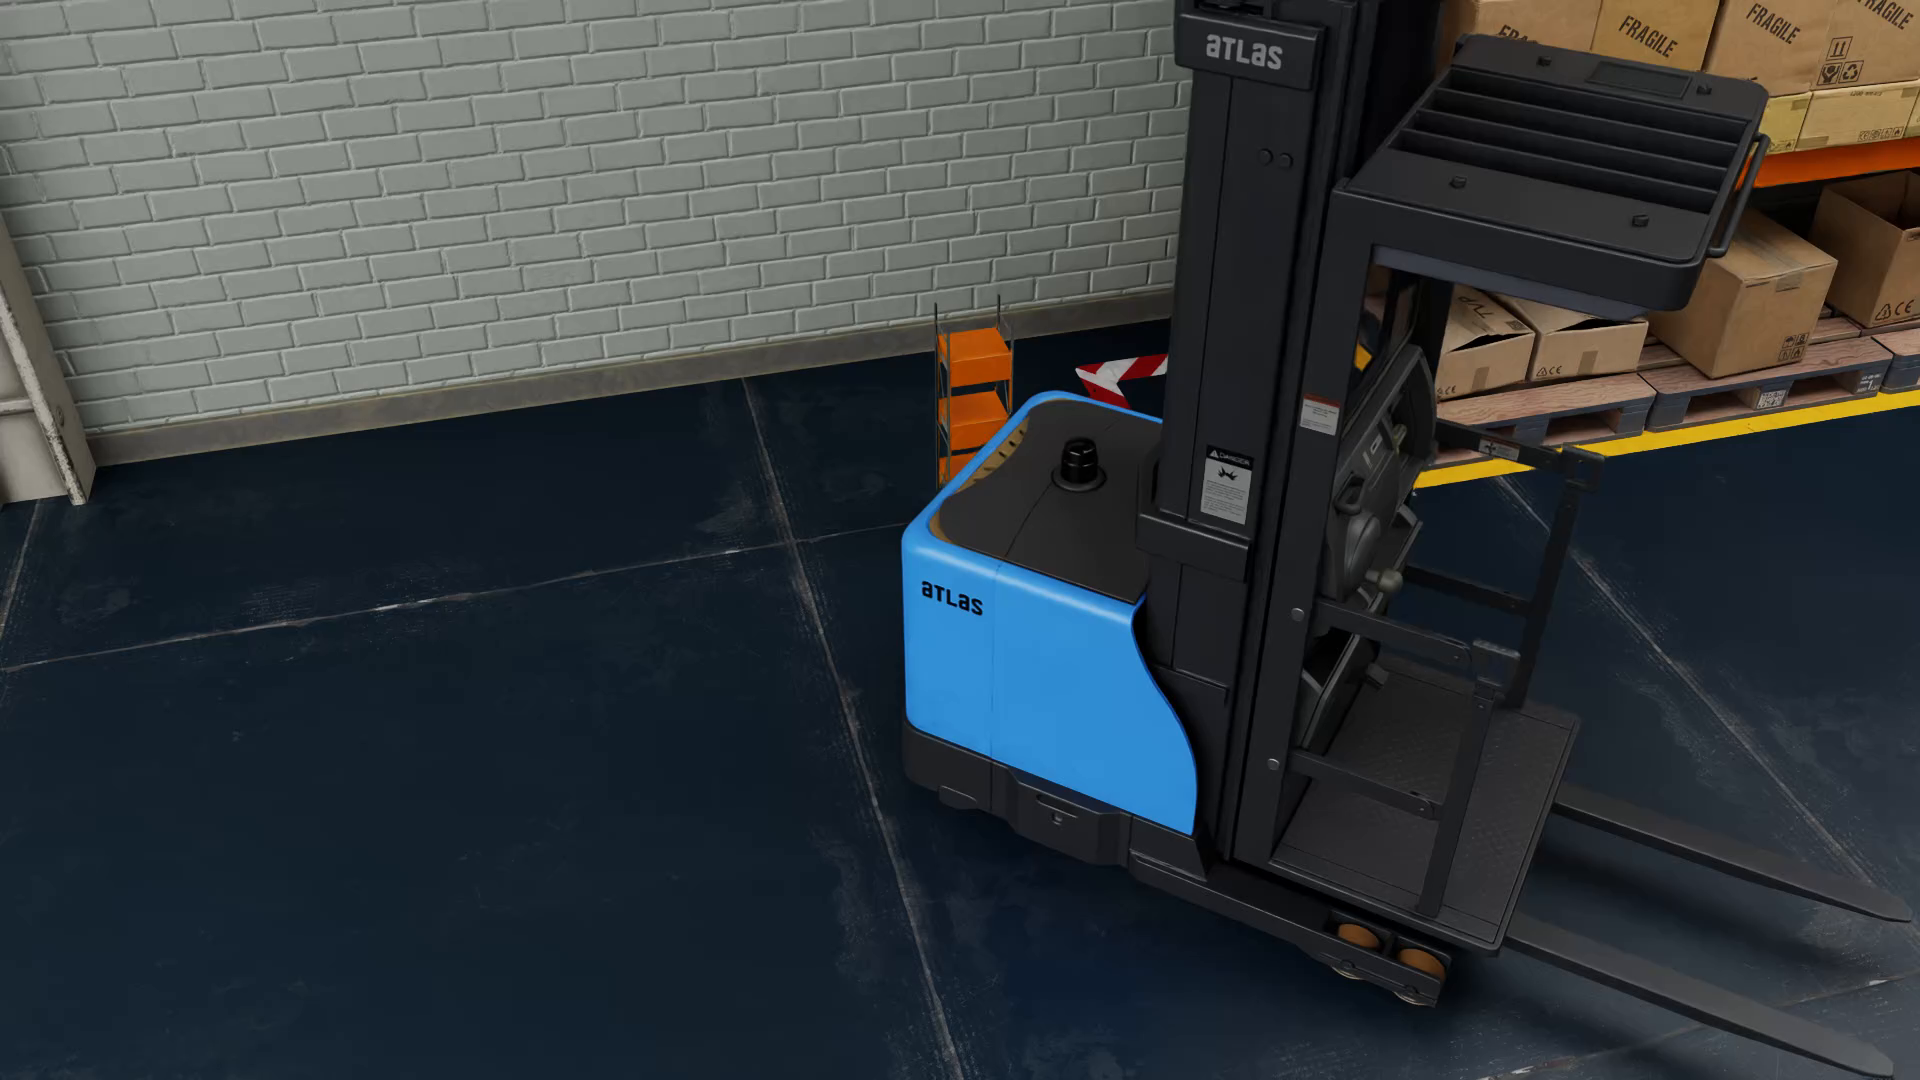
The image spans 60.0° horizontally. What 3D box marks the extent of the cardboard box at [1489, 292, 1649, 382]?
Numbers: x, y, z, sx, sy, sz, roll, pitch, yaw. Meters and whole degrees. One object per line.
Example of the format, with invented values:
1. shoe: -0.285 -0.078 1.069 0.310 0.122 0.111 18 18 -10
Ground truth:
1. cardboard box: 2.703 -0.990 7.426 0.500 0.311 0.500 -6 38 -8

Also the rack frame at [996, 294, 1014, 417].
1. rack frame: 0.169 -0.445 6.467 0.008 1.050 0.200 -9 38 -12

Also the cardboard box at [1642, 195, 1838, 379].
1. cardboard box: 3.425 -1.152 7.482 0.500 0.500 0.700 -12 39 -15

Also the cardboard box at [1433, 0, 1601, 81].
1. cardboard box: 2.001 -1.881 6.230 0.500 0.500 0.500 -9 38 -12

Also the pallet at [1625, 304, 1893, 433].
1. pallet: 3.504 -0.939 7.804 1.213 0.211 1.003 -9 38 -12

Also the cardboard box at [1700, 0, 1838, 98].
1. cardboard box: 2.981 -2.032 6.427 0.500 0.500 0.500 -11 39 -13

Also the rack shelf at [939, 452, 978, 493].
1. rack shelf: 0.052 -0.196 6.617 0.240 0.259 0.215 -9 38 -12

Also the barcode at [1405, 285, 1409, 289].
1. barcode: 2.066 -1.140 7.615 0.075 0.075 0.001 -9 38 -12

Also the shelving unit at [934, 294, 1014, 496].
1. shelving unit: 0.052 -0.425 6.442 0.252 1.050 0.215 -9 38 -12

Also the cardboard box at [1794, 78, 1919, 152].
1. cardboard box: 3.495 -1.822 6.770 0.500 0.250 0.500 -9 38 -12

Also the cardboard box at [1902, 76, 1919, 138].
1. cardboard box: 3.980 -1.902 6.875 0.500 0.250 0.500 -10 38 -12

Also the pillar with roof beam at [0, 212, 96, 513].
1. pillar with roof beam: -2.758 -1.261 0.992 0.400 9.000 9.100 -9 38 -12

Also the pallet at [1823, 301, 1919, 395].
1. pallet: 4.684 -1.135 8.060 1.213 0.211 1.003 -9 38 -12

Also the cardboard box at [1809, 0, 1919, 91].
1. cardboard box: 3.476 -2.121 6.543 0.500 0.500 0.500 -8 38 -11

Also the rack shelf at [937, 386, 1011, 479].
1. rack shelf: 0.052 -0.417 6.449 0.240 0.259 0.215 -9 38 -12

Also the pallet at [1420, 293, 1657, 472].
1. pallet: 2.328 -0.748 7.554 1.213 0.211 1.003 -9 38 -12

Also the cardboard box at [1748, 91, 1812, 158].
1. cardboard box: 3.006 -1.743 6.667 0.500 0.250 0.500 -10 39 -13

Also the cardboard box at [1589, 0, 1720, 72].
1. cardboard box: 2.480 -1.954 6.325 0.500 0.500 0.500 -9 38 -12

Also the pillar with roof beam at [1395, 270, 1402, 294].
1. pillar with roof beam: 3.034 -2.212 2.235 0.400 9.000 9.100 -9 38 -12

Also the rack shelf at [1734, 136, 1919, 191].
1. rack shelf: 3.392 -1.767 7.183 4.000 0.370 1.077 -9 38 -12

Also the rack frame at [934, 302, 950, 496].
1. rack frame: -0.066 -0.406 6.417 0.008 1.050 0.200 -9 38 -12

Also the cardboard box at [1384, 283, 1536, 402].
1. cardboard box: 2.153 -0.899 7.308 0.500 0.311 0.500 -14 39 -17

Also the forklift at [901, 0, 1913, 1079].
1. forklift: 1.348 -0.155 4.541 3.031 2.935 1.130 18 41 22

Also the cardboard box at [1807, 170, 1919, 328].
1. cardboard box: 4.332 -1.363 7.759 0.500 0.500 0.500 -12 39 -15

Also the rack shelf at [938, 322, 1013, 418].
1. rack shelf: 0.052 -0.642 6.276 0.240 0.259 0.215 -9 38 -12
